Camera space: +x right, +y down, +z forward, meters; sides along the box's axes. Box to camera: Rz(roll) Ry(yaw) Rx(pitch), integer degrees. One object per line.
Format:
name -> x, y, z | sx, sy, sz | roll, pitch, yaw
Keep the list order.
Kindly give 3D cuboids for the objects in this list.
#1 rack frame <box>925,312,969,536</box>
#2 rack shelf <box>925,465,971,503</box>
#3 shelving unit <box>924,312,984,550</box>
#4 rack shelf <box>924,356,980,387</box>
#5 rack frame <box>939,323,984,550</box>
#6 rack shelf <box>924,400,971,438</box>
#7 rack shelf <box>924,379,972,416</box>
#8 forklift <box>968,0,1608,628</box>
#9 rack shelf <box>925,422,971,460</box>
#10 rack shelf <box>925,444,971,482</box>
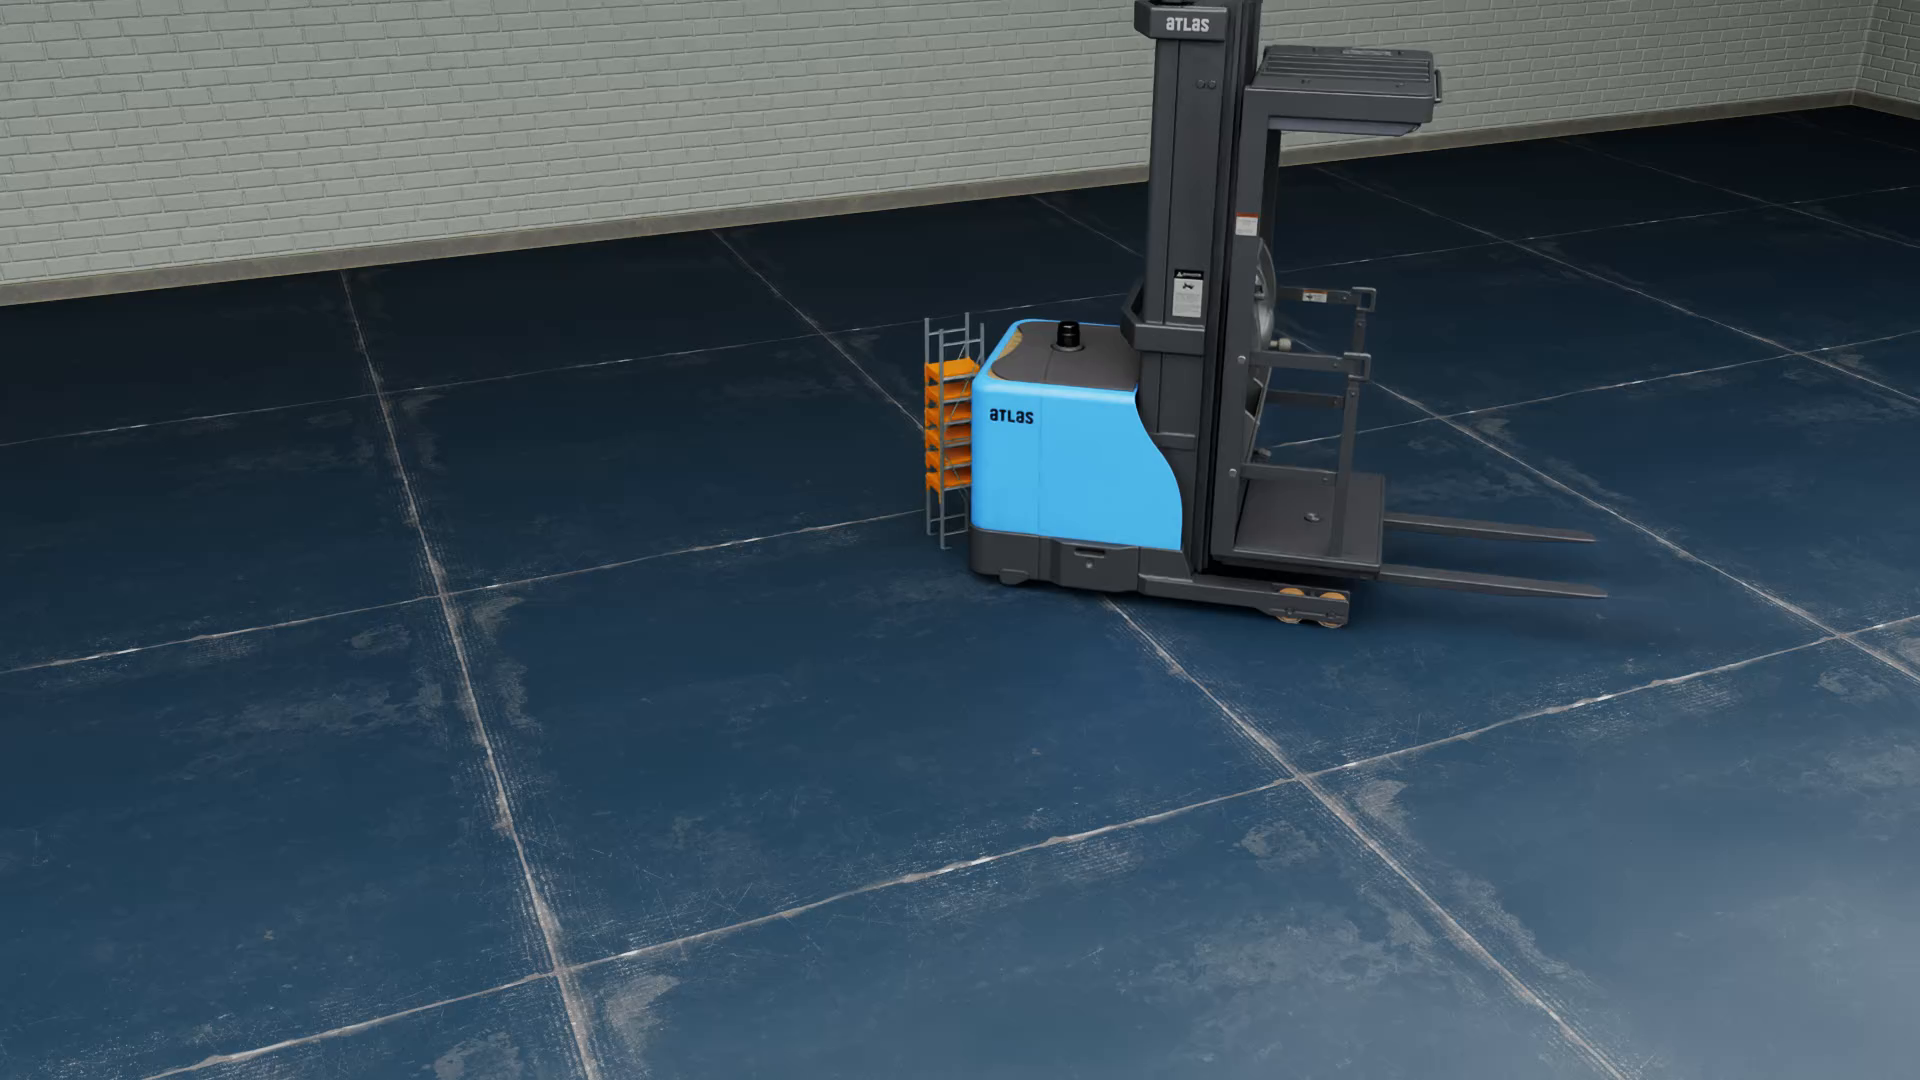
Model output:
rack frame -> -0.065, -0.584, 8.578 | 0.240, 1.200, 0.006 | -11, 28, -21
rack shelf -> -0.028, -0.291, 8.628 | 0.258, 0.103, 0.180 | -11, 28, -21
shelving unit -> -0.028, -0.547, 8.503 | 0.258, 1.200, 0.189 | -11, 28, -21
rack shelf -> -0.028, -0.831, 8.365 | 0.258, 0.103, 0.180 | -11, 28, -21
rack frame -> 0.009, -0.510, 8.428 | 0.240, 1.200, 0.006 | -11, 28, -21
rack shelf -> -0.028, -0.615, 8.470 | 0.258, 0.103, 0.180 | -11, 28, -21
rack shelf -> -0.028, -0.723, 8.417 | 0.258, 0.103, 0.180 | -11, 28, -21
forklift -> 1.615, -1.157, 7.780 | 3.031, 2.935, 1.130 | 6, 27, 13
rack shelf -> -0.028, -0.507, 8.522 | 0.258, 0.103, 0.180 | -11, 28, -21
rack shelf -> -0.028, -0.399, 8.575 | 0.258, 0.103, 0.180 | -11, 28, -21
